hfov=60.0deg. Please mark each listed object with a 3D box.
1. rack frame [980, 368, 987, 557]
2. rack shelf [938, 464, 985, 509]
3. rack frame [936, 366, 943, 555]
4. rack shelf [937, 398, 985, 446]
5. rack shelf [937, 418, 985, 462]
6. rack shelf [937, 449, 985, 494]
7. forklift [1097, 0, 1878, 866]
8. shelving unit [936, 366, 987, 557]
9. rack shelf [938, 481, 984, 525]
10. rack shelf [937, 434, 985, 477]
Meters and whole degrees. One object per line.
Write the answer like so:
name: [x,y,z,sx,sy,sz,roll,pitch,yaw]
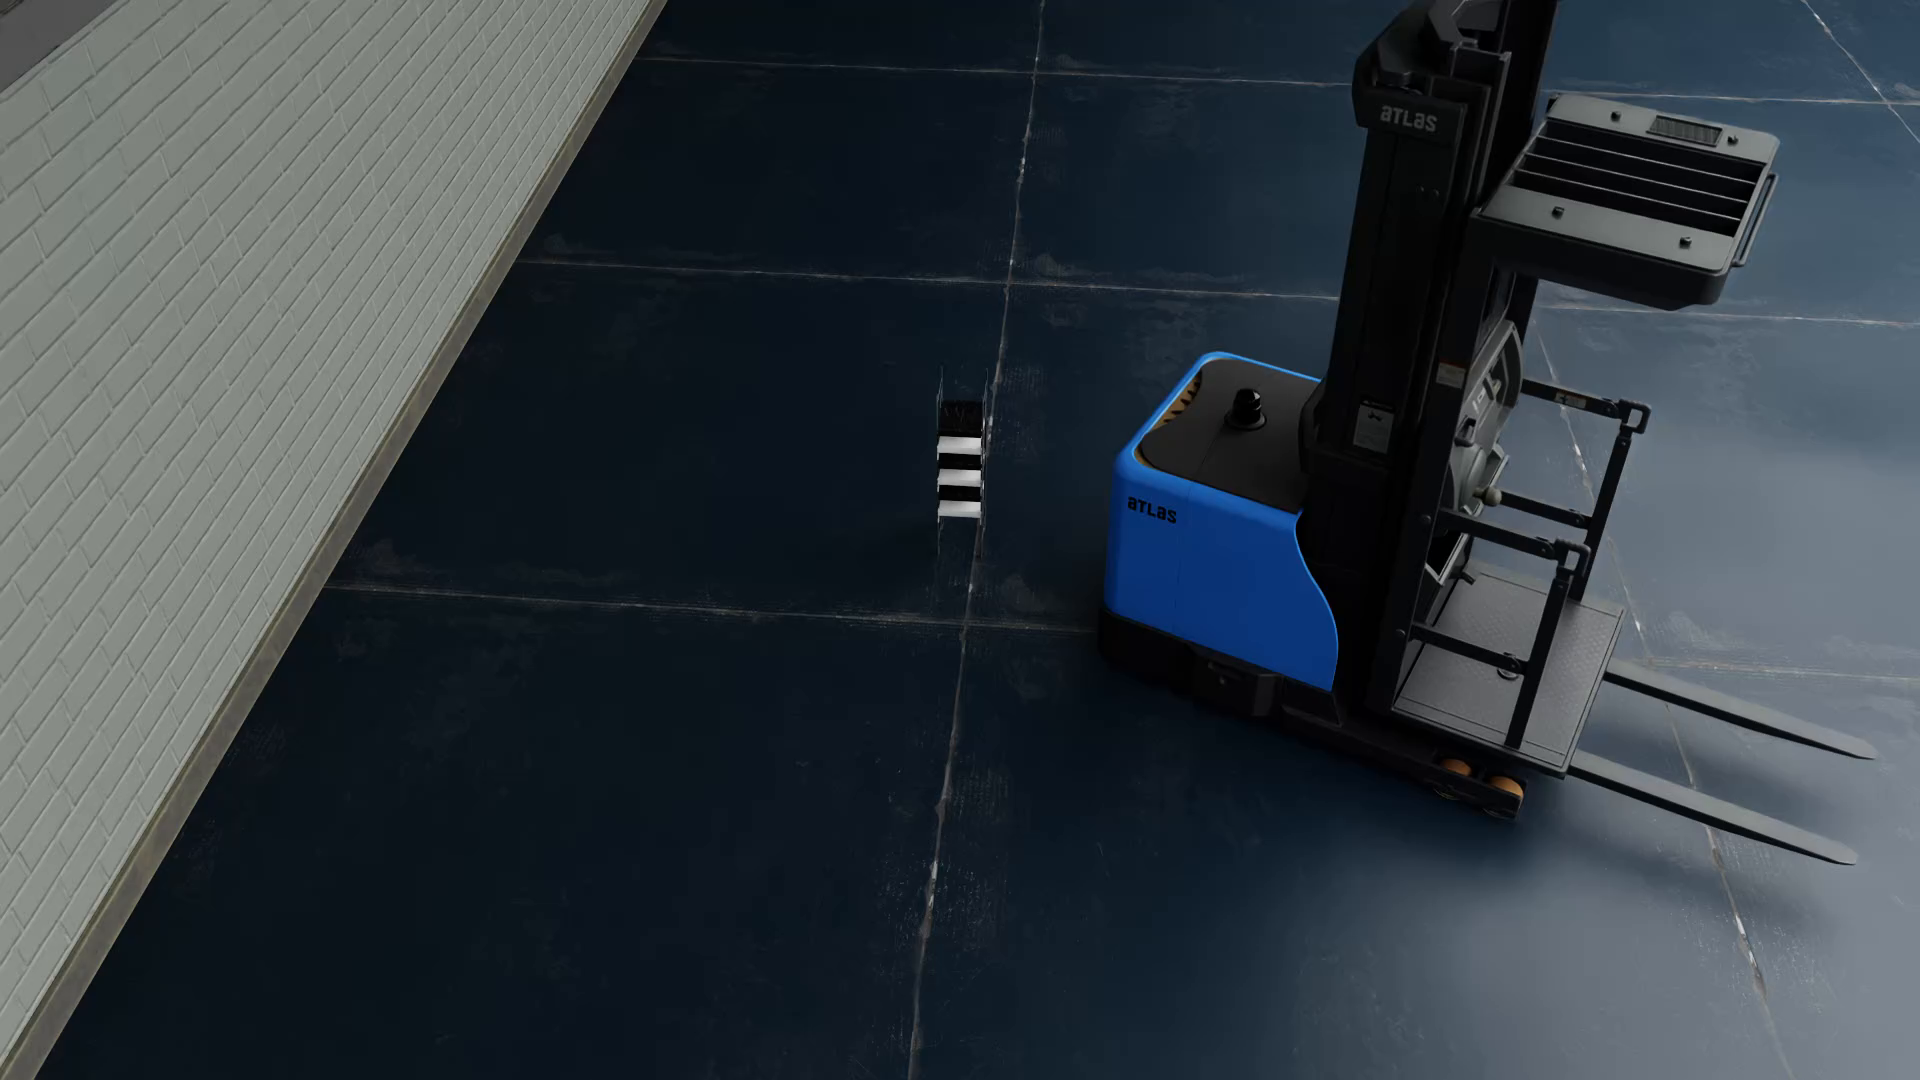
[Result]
rack frame: [0.109,-0.343,7.629,0.006,0.900,0.240,3,39,4]
rack shelf: [0.008,-0.253,7.714,0.200,0.077,0.258,3,39,4]
rack frame: [-0.093,-0.354,7.643,0.006,0.900,0.240,3,39,4]
rack shelf: [0.008,-0.532,7.486,0.200,0.077,0.258,3,39,4]
rack shelf: [0.008,-0.462,7.543,0.200,0.077,0.258,3,39,4]
rack shelf: [0.008,-0.323,7.657,0.200,0.077,0.258,3,39,4]
forklift: [2.134,-0.424,6.120,3.031,2.935,1.130,20,43,22]
shelving unit: [0.008,-0.349,7.636,0.210,0.900,0.258,3,39,4]
rack shelf: [0.008,-0.183,7.771,0.200,0.077,0.258,3,39,4]
rack shelf: [0.008,-0.393,7.600,0.200,0.077,0.258,3,39,4]
